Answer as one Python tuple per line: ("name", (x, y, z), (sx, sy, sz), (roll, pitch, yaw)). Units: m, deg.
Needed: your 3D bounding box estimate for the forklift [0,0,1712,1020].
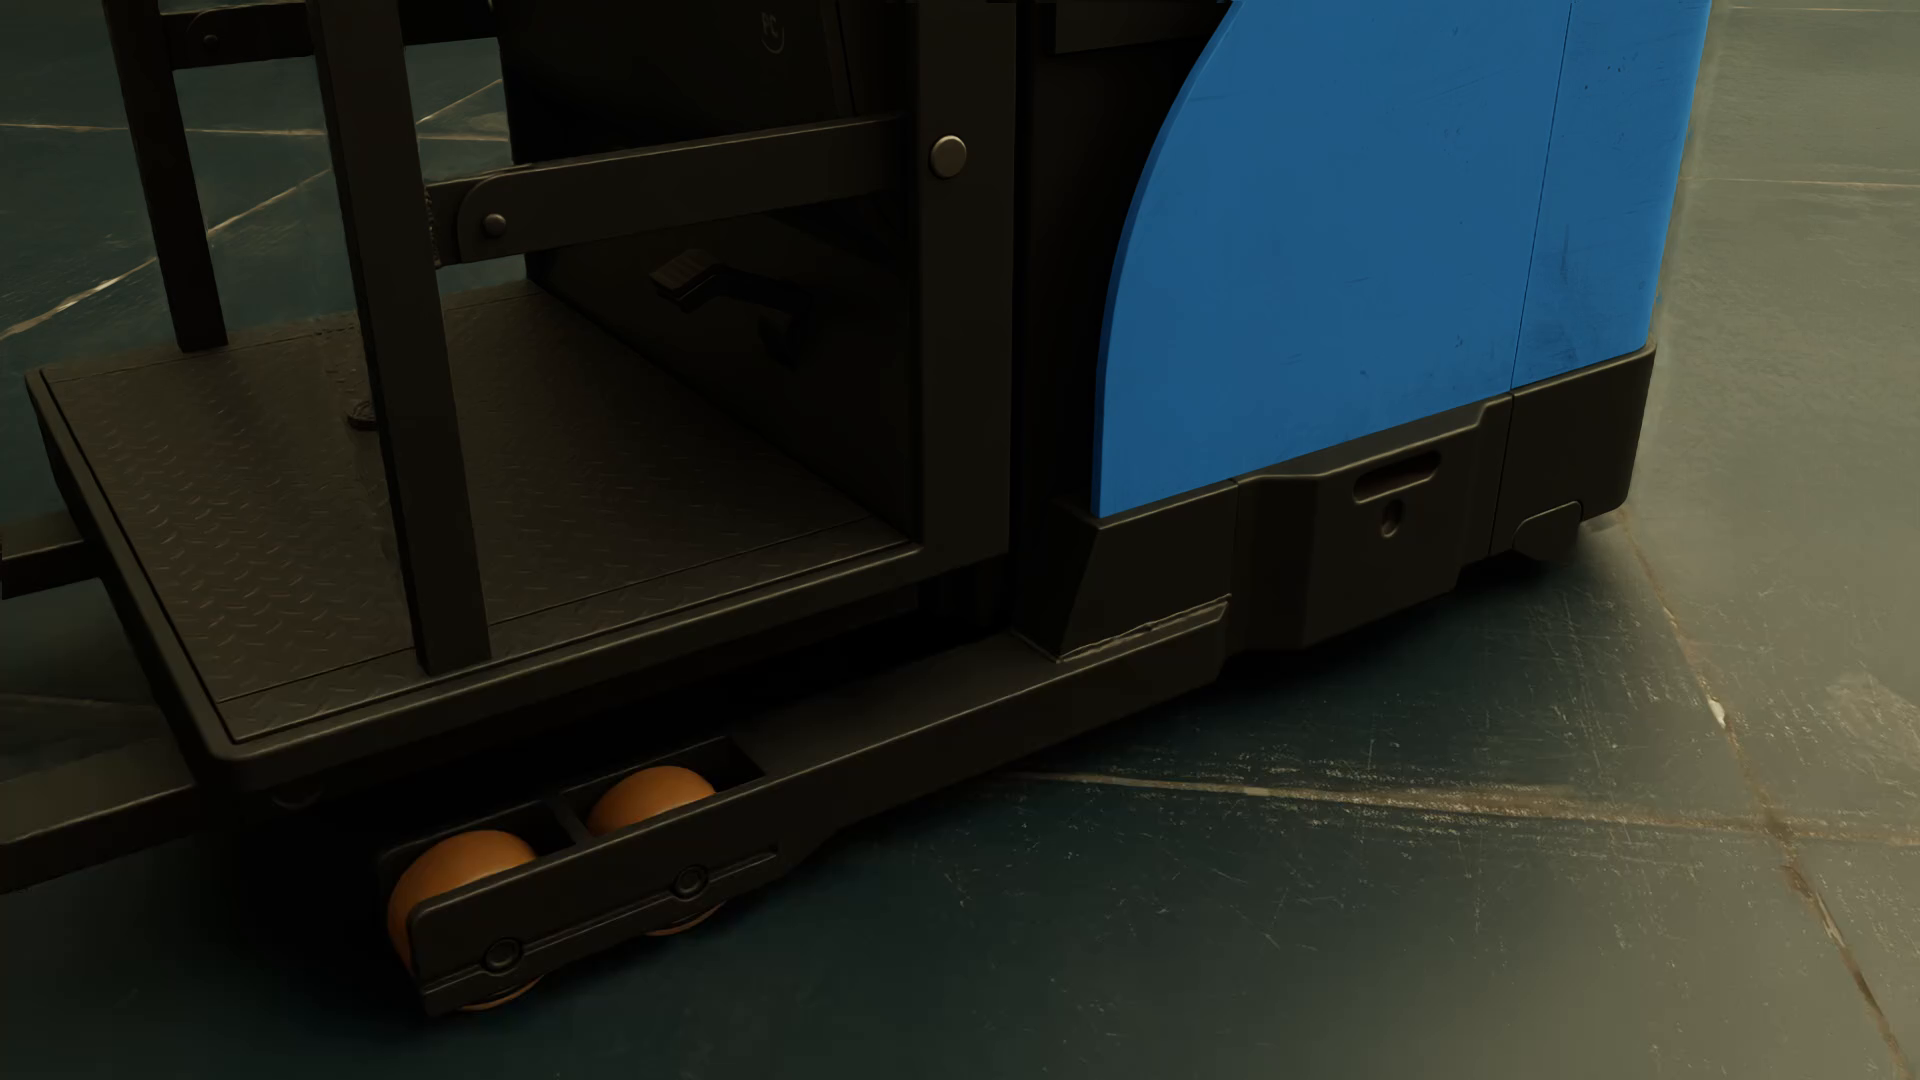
("forklift", (-0.508, -1.130, 1.483), (3.031, 2.935, 1.130), (-17, 31, -30))
